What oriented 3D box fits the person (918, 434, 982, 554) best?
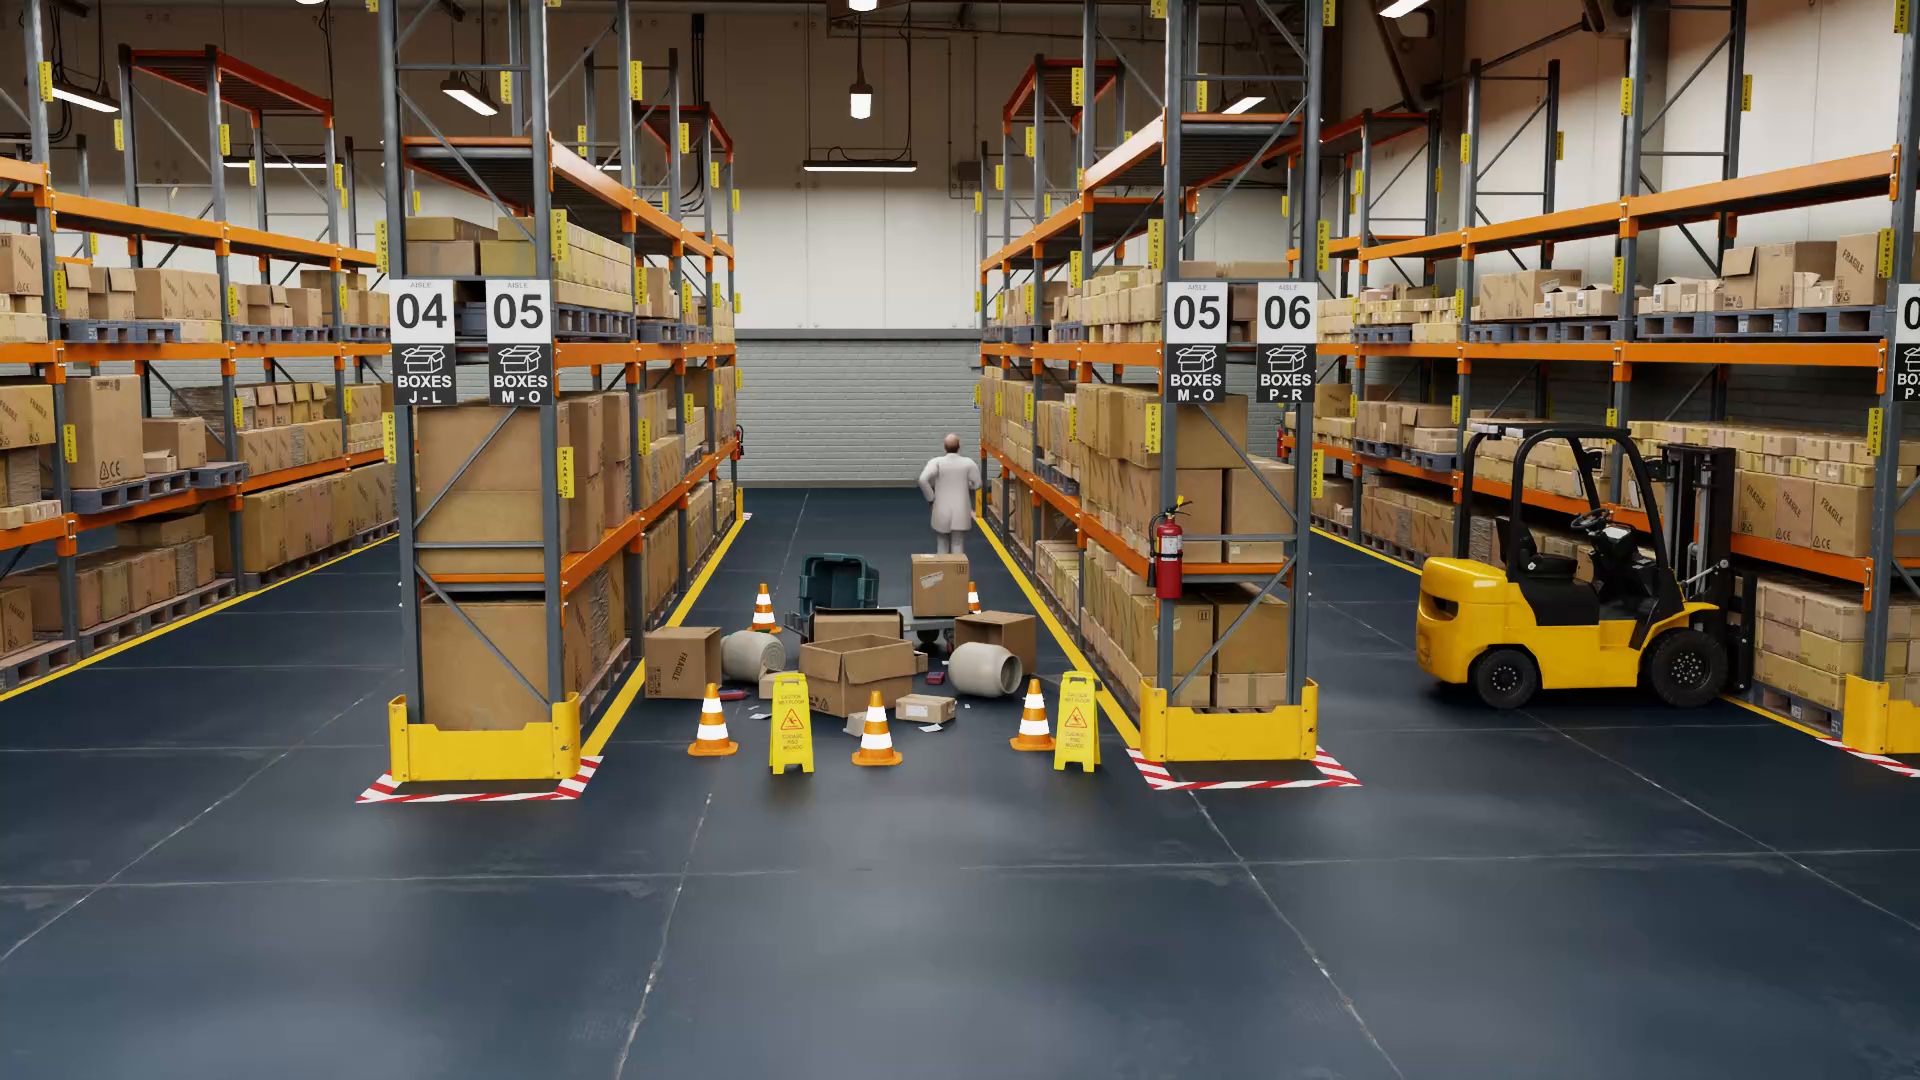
[{"bbox_3d":[-0.104,-0.327,19.023,0.719,1.788,0.775,0,7,1],"label":"person"}]
